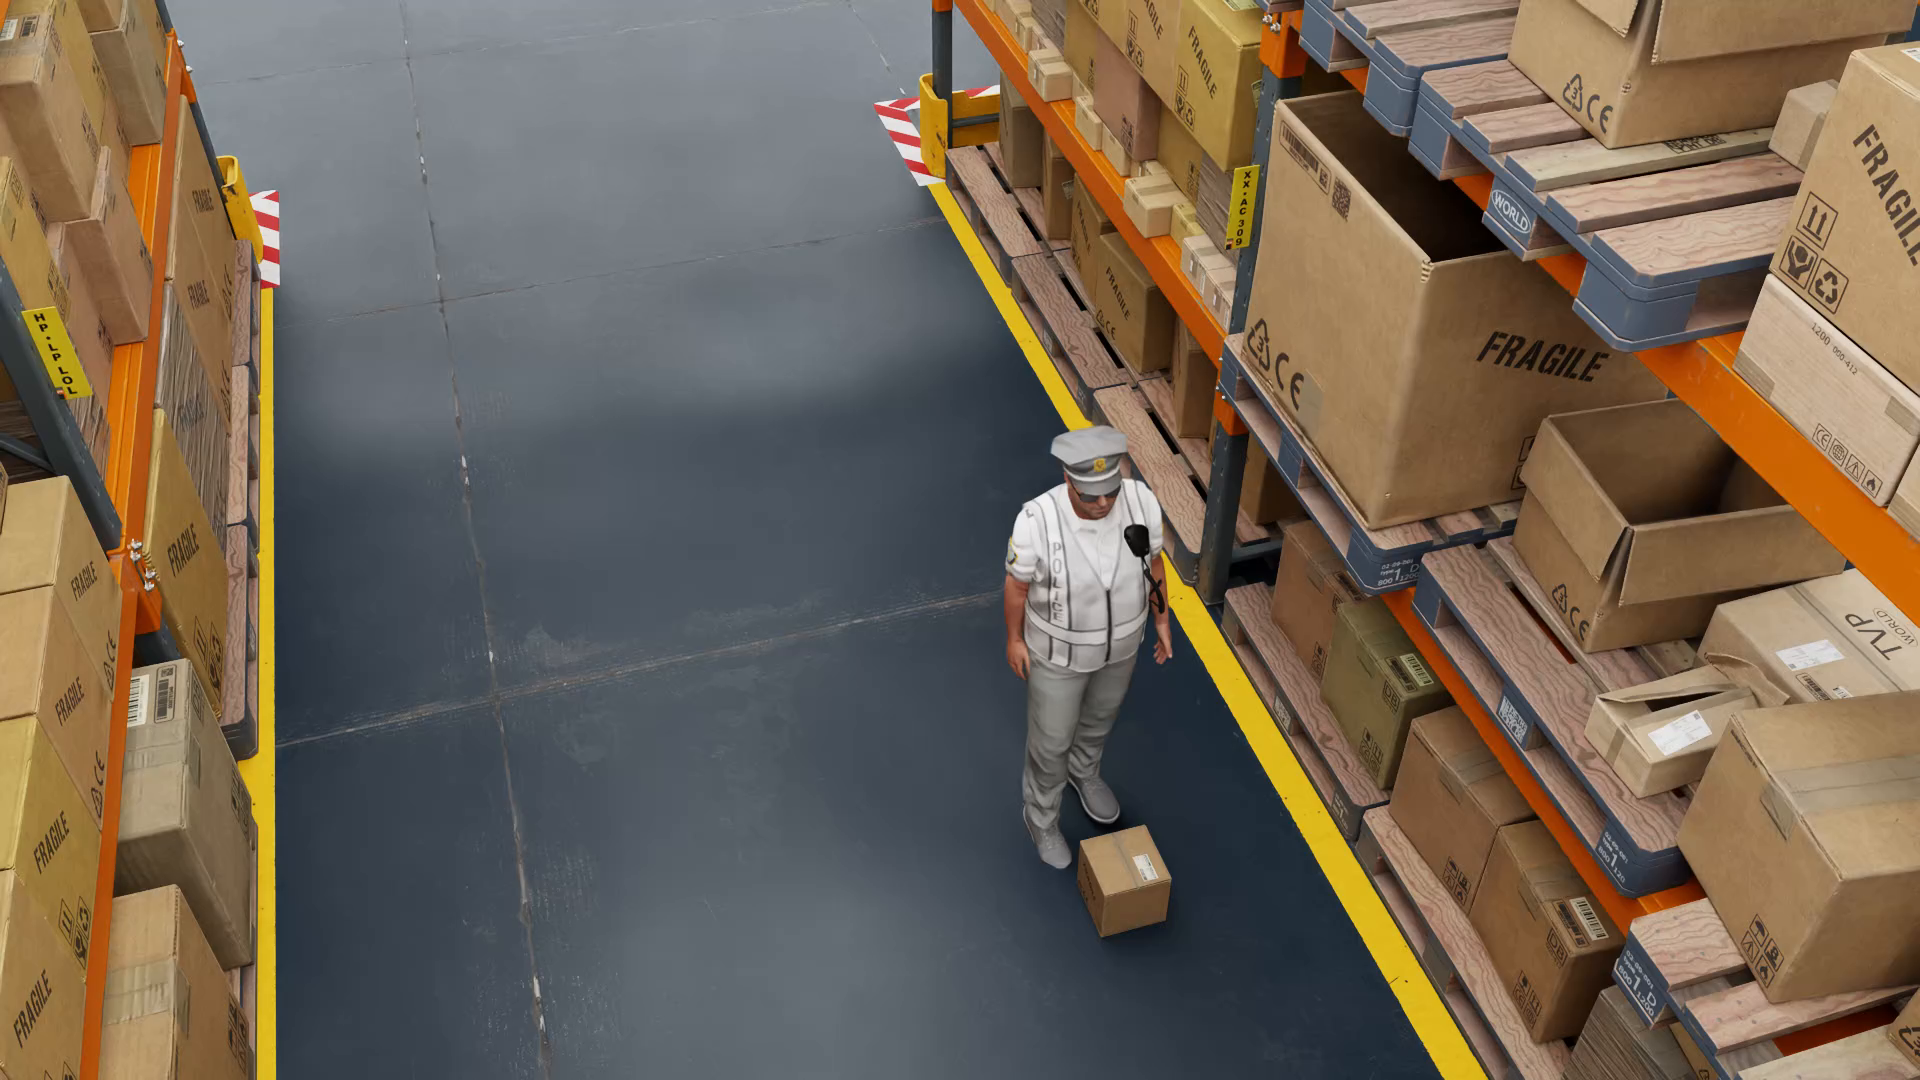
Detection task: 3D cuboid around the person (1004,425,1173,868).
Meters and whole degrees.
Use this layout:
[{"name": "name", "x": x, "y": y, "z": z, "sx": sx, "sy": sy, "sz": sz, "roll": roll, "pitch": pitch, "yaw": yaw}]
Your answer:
[{"name": "person", "x": 0.476, "y": 0.382, "z": 5.762, "sx": 0.575, "sy": 1.823, "sz": 0.511, "roll": -15, "pitch": 44, "yaw": -16}]
